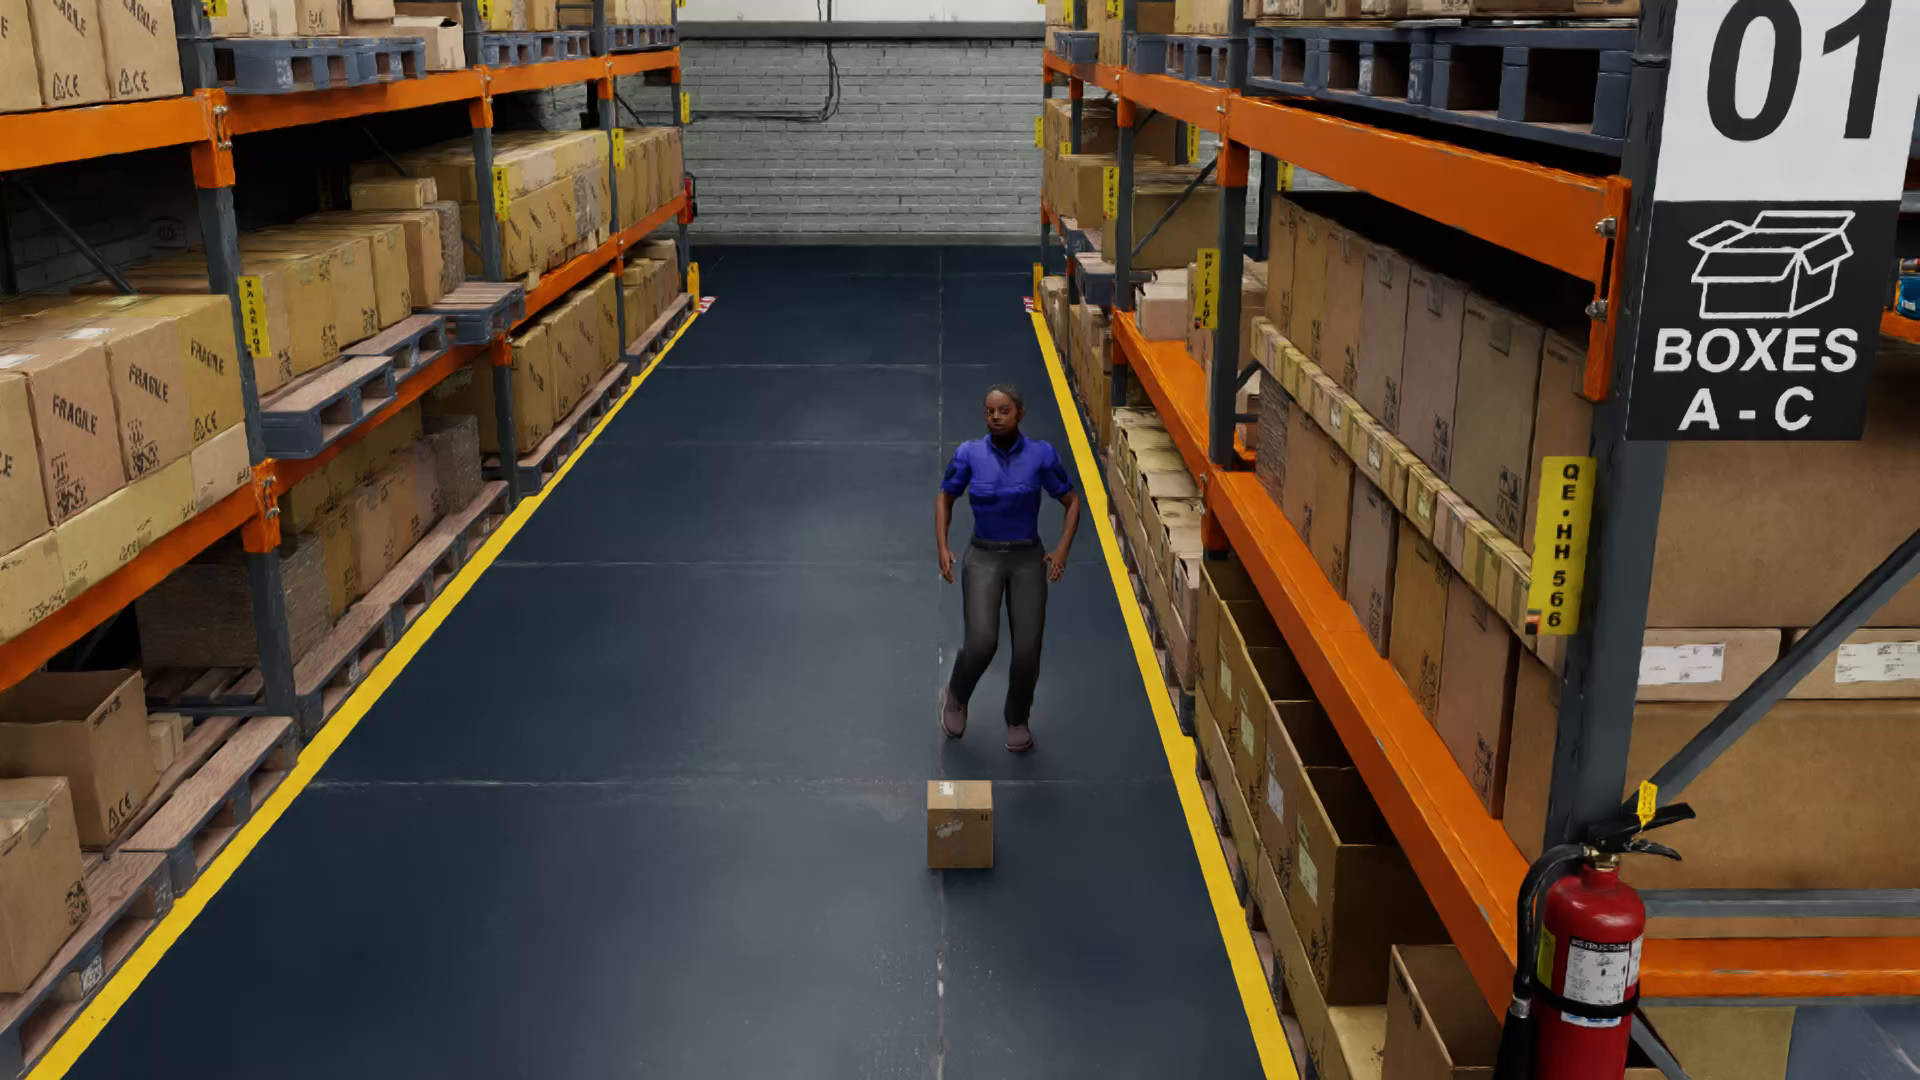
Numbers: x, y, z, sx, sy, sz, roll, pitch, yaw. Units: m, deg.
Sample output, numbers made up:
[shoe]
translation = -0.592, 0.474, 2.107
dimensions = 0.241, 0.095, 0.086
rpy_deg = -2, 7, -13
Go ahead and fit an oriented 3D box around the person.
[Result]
[person]
translation = 0.217, 0.133, 7.200
dimensions = 0.625, 1.626, 0.472
rpy_deg = -2, 17, -6
